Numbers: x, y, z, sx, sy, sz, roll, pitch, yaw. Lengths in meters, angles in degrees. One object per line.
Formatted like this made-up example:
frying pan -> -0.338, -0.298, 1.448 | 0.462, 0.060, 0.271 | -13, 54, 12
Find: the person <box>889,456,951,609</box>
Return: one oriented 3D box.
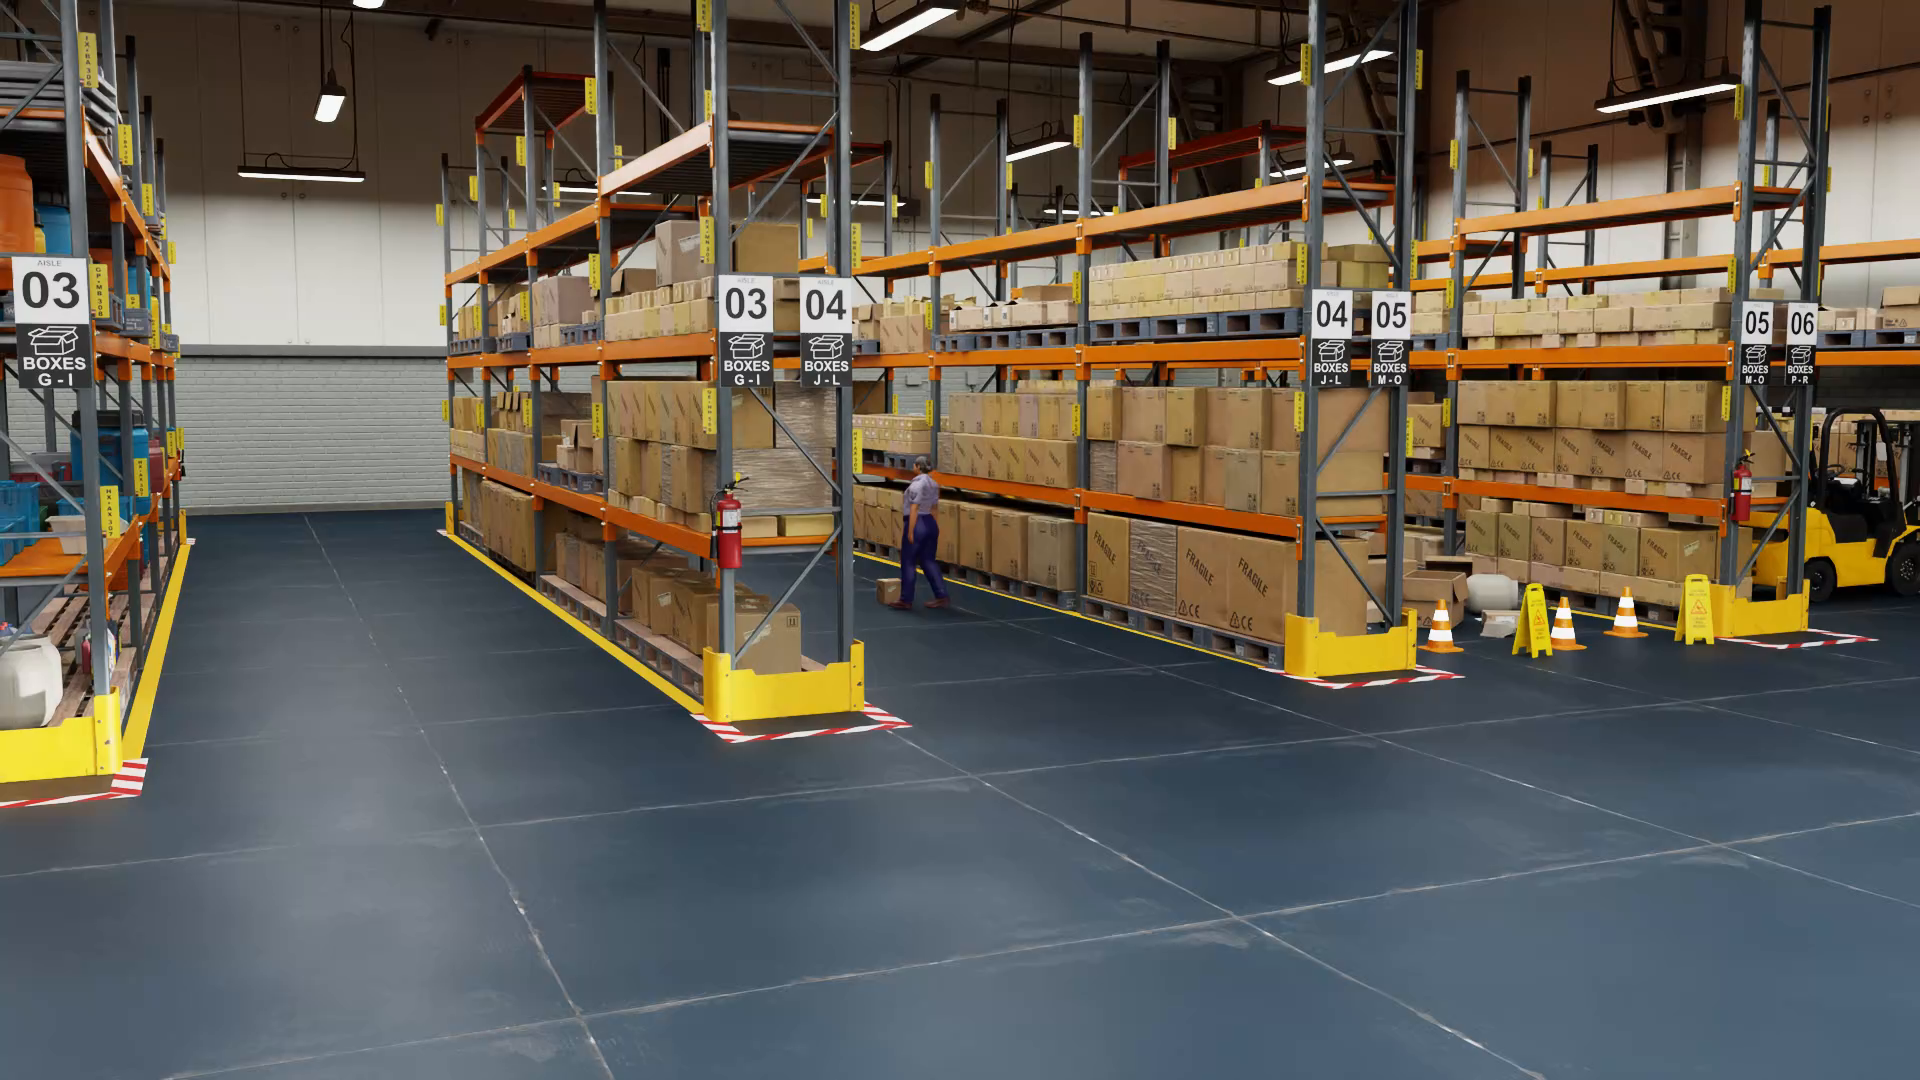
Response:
person -> -0.445, -0.086, 17.914 | 0.574, 1.642, 0.483 | 3, 6, 29
